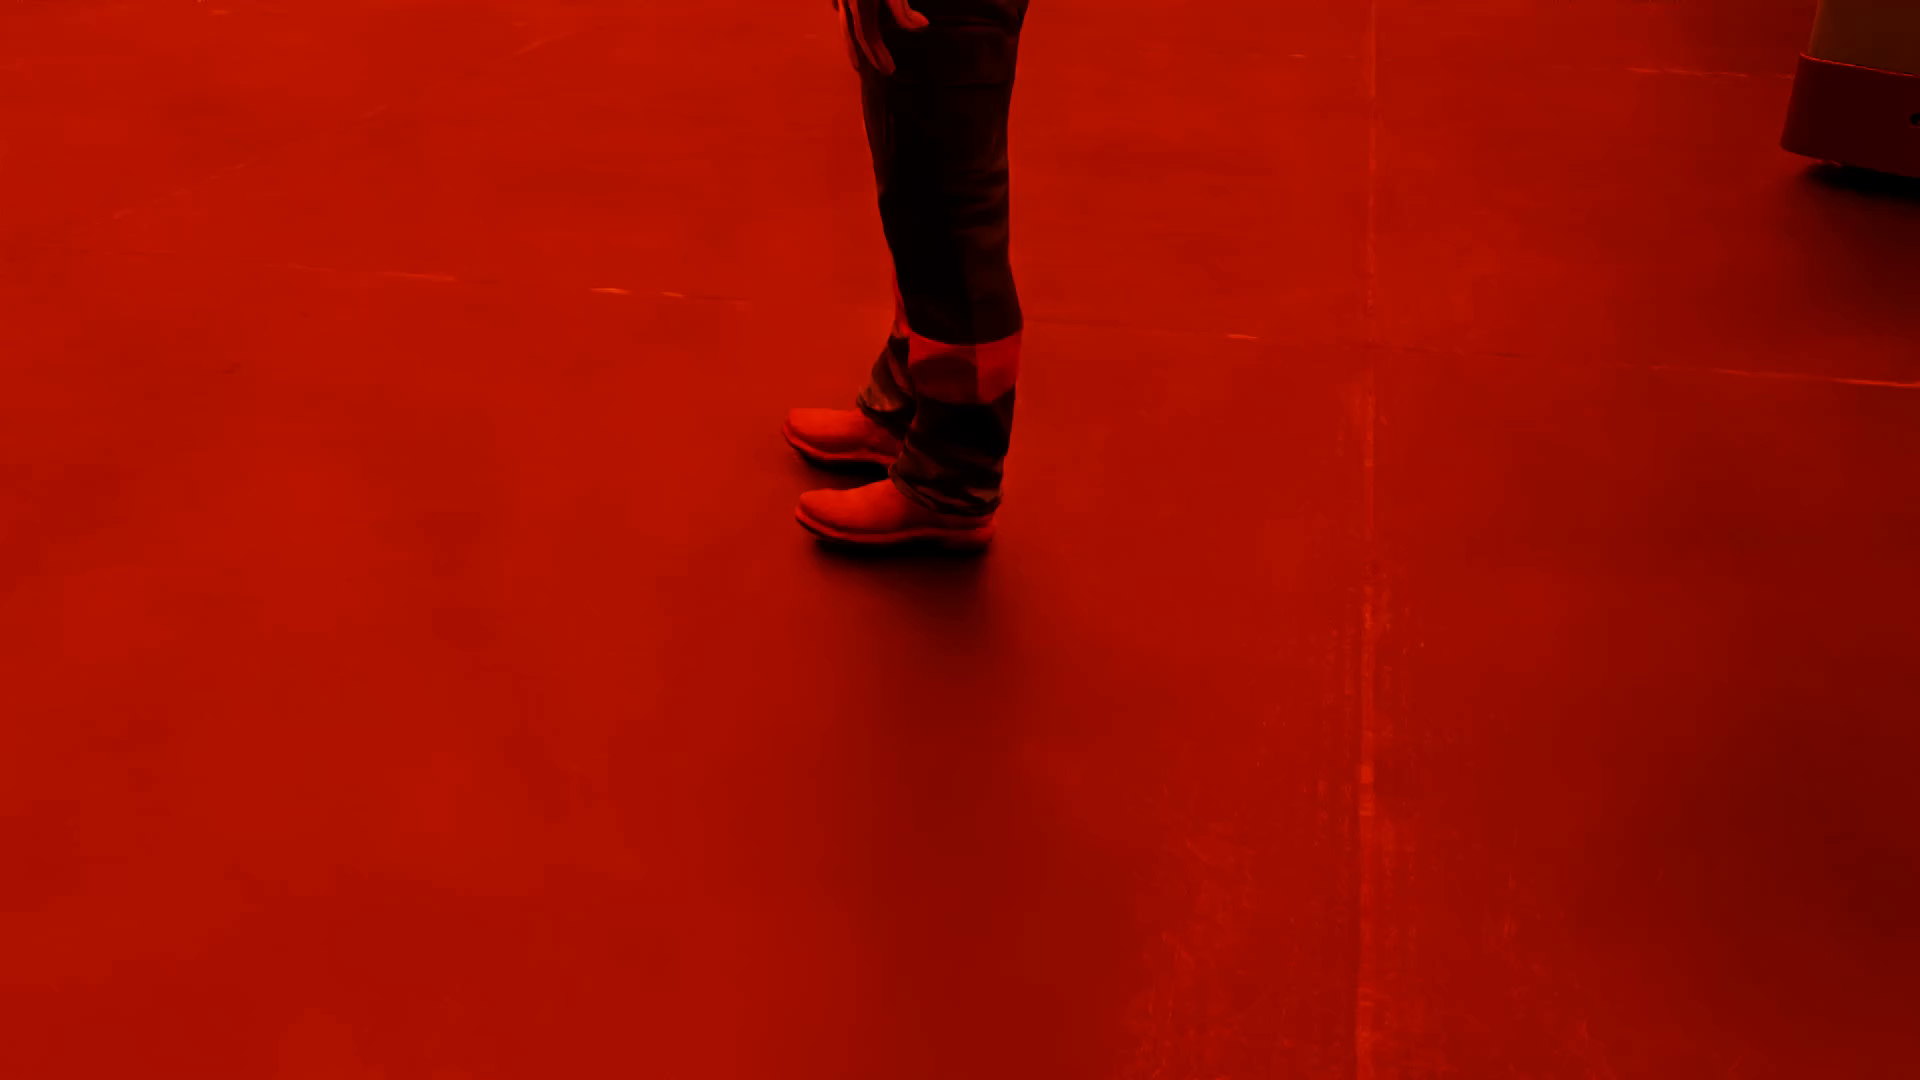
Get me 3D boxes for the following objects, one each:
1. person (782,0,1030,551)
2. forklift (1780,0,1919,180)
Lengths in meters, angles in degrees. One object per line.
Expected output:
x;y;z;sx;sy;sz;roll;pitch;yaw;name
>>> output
-0.076;-0.818;2.119;0.563;1.787;0.637;6;27;11;person
3.672;-2.481;4.164;3.031;2.935;1.130;-17;32;-31;forklift
